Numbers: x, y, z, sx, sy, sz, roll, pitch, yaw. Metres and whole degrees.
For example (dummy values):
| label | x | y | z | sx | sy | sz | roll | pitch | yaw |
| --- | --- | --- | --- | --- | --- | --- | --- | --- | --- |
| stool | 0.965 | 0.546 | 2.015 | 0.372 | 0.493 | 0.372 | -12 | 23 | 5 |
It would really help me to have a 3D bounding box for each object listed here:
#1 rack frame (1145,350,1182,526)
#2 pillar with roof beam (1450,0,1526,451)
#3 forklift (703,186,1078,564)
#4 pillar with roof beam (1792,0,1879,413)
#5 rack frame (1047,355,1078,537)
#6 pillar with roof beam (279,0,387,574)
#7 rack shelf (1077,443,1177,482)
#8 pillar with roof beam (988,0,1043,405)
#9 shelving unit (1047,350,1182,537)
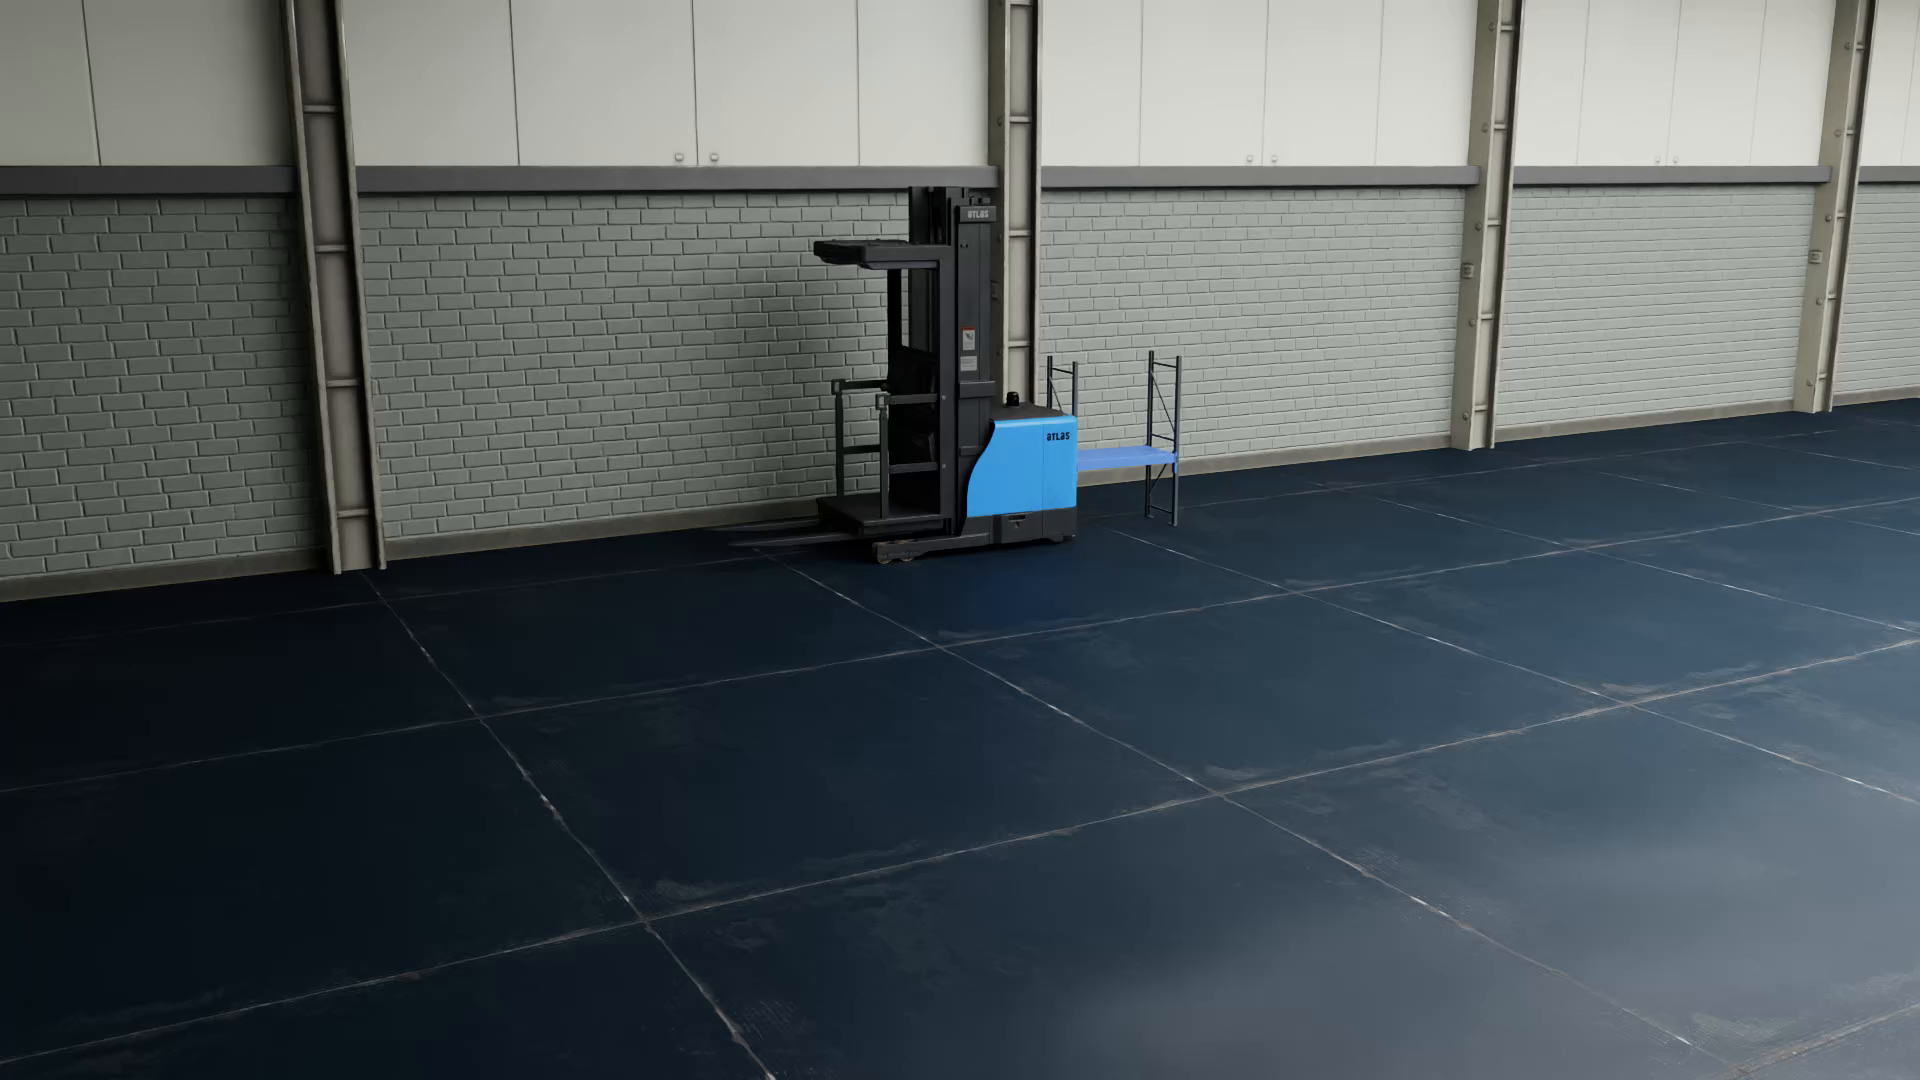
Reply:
| label | x | y | z | sx | sy | sz | roll | pitch | yaw |
| --- | --- | --- | --- | --- | --- | --- | --- | --- | --- |
| rack frame | 1.794 | -0.904 | 14.710 | 0.032 | 1.500 | 0.500 | -6 | 14 | -24 |
| pillar with roof beam | 7.830 | -4.605 | 14.077 | 0.400 | 9.000 | 9.100 | -7 | 14 | -28 |
| forklift | -0.568 | -1.373 | 13.533 | 3.031 | 2.935 | 1.130 | -6 | 14 | -24 |
| pillar with roof beam | 13.096 | -5.237 | 16.882 | 0.400 | 9.000 | 9.100 | -7 | 14 | -28 |
| rack frame | 0.871 | -0.810 | 14.295 | 0.032 | 1.500 | 0.500 | -6 | 14 | -24 |
| pillar with roof beam | -2.703 | -3.343 | 8.468 | 0.400 | 9.000 | 9.100 | -7 | 14 | -28 |
| rack shelf | 1.333 | -0.682 | 14.542 | 1.000 | 0.185 | 0.538 | -6 | 14 | -24 |
| pillar with roof beam | 2.563 | -3.974 | 11.273 | 0.400 | 9.000 | 9.100 | -7 | 14 | -28 |
| shelving unit | 1.333 | -0.857 | 14.502 | 1.048 | 1.500 | 0.538 | -6 | 14 | -24 |
